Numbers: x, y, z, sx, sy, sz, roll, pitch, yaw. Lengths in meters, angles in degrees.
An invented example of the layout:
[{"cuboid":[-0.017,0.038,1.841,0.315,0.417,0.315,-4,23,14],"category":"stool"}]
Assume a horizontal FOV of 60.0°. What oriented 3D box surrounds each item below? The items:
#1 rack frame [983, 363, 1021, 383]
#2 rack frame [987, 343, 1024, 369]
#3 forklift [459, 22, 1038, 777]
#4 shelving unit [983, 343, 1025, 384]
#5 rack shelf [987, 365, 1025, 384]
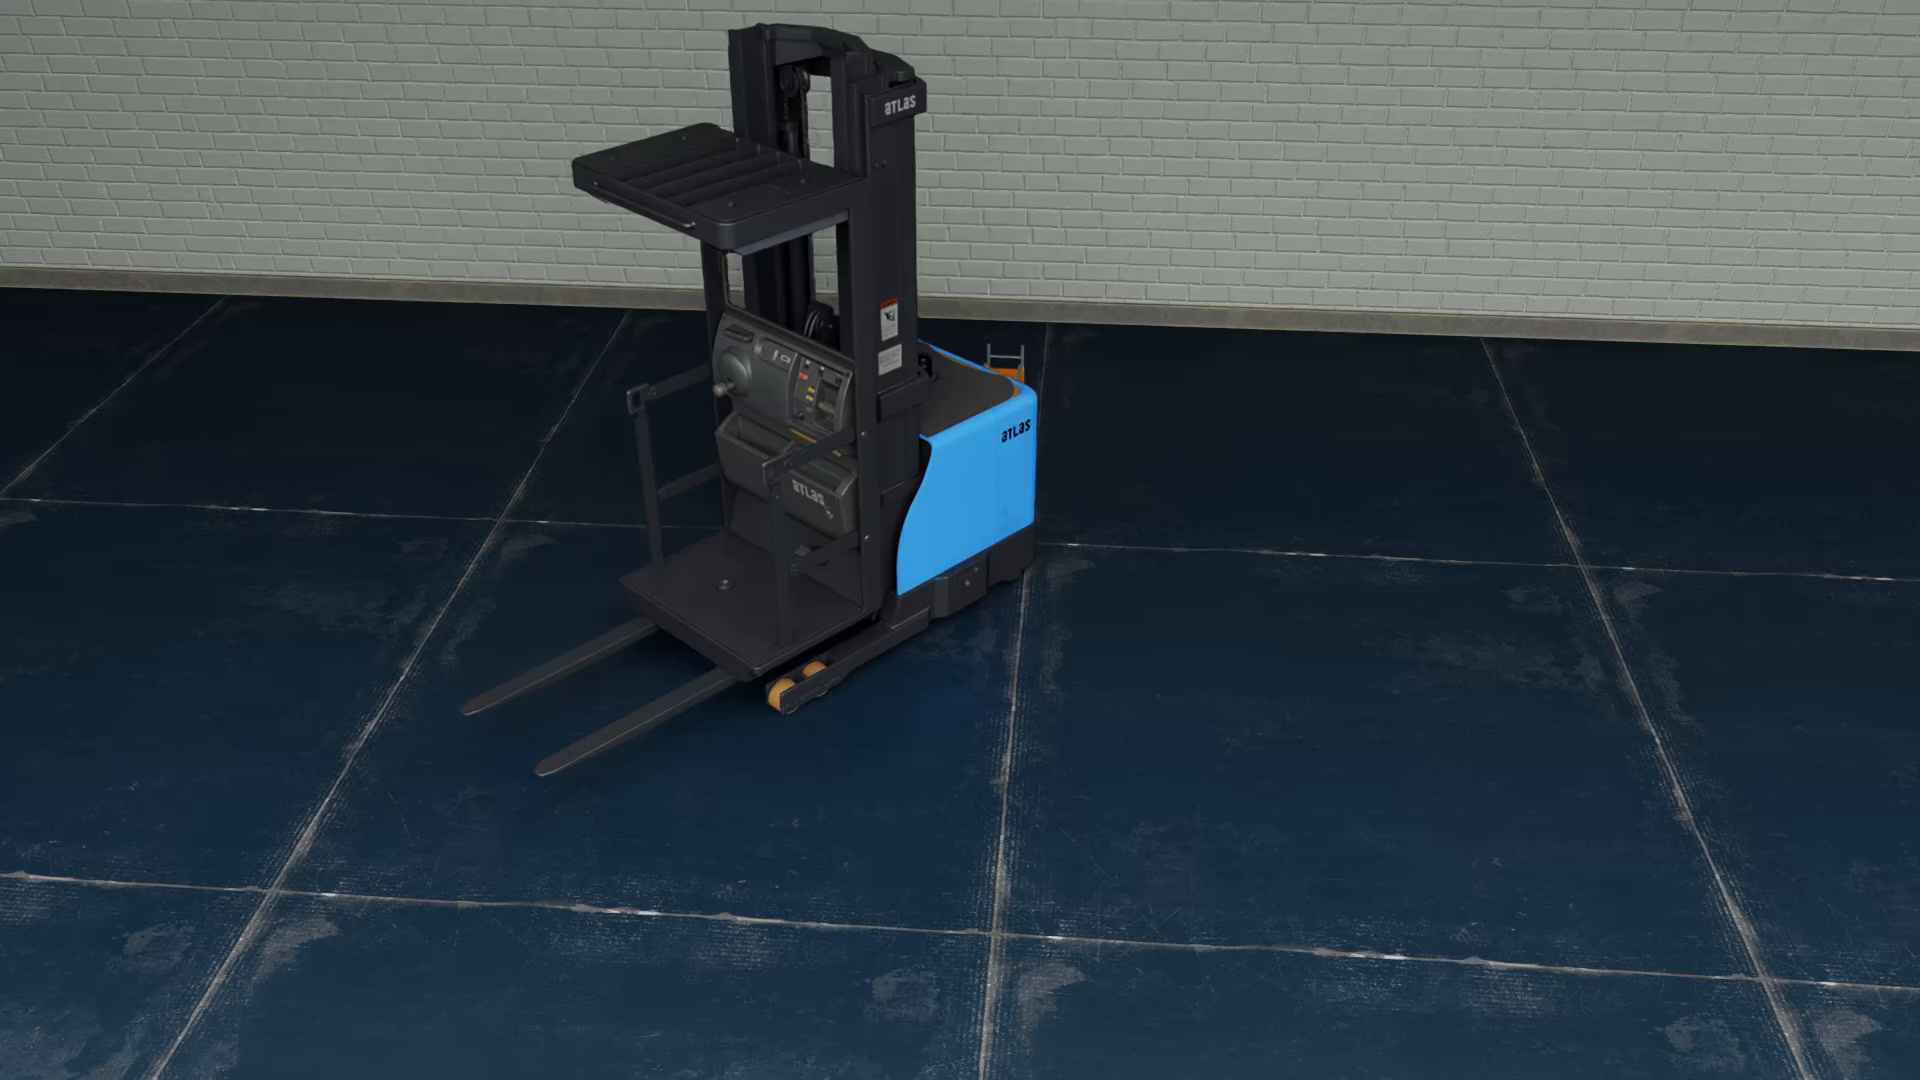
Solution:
[{"cuboid":[0.222,-0.480,9.028,0.200,1.050,0.008,3,32,5],"category":"rack frame"},{"cuboid":[0.247,-0.607,9.235,0.200,1.050,0.008,3,32,5],"category":"rack frame"},{"cuboid":[-0.982,-0.726,7.635,1.130,2.935,3.031,27,41,37],"category":"forklift"},{"cuboid":[0.234,-0.543,9.131,0.215,1.050,0.252,3,32,5],"category":"shelving unit"},{"cuboid":[0.234,-0.776,8.988,0.215,0.259,0.240,3,32,5],"category":"rack shelf"}]
